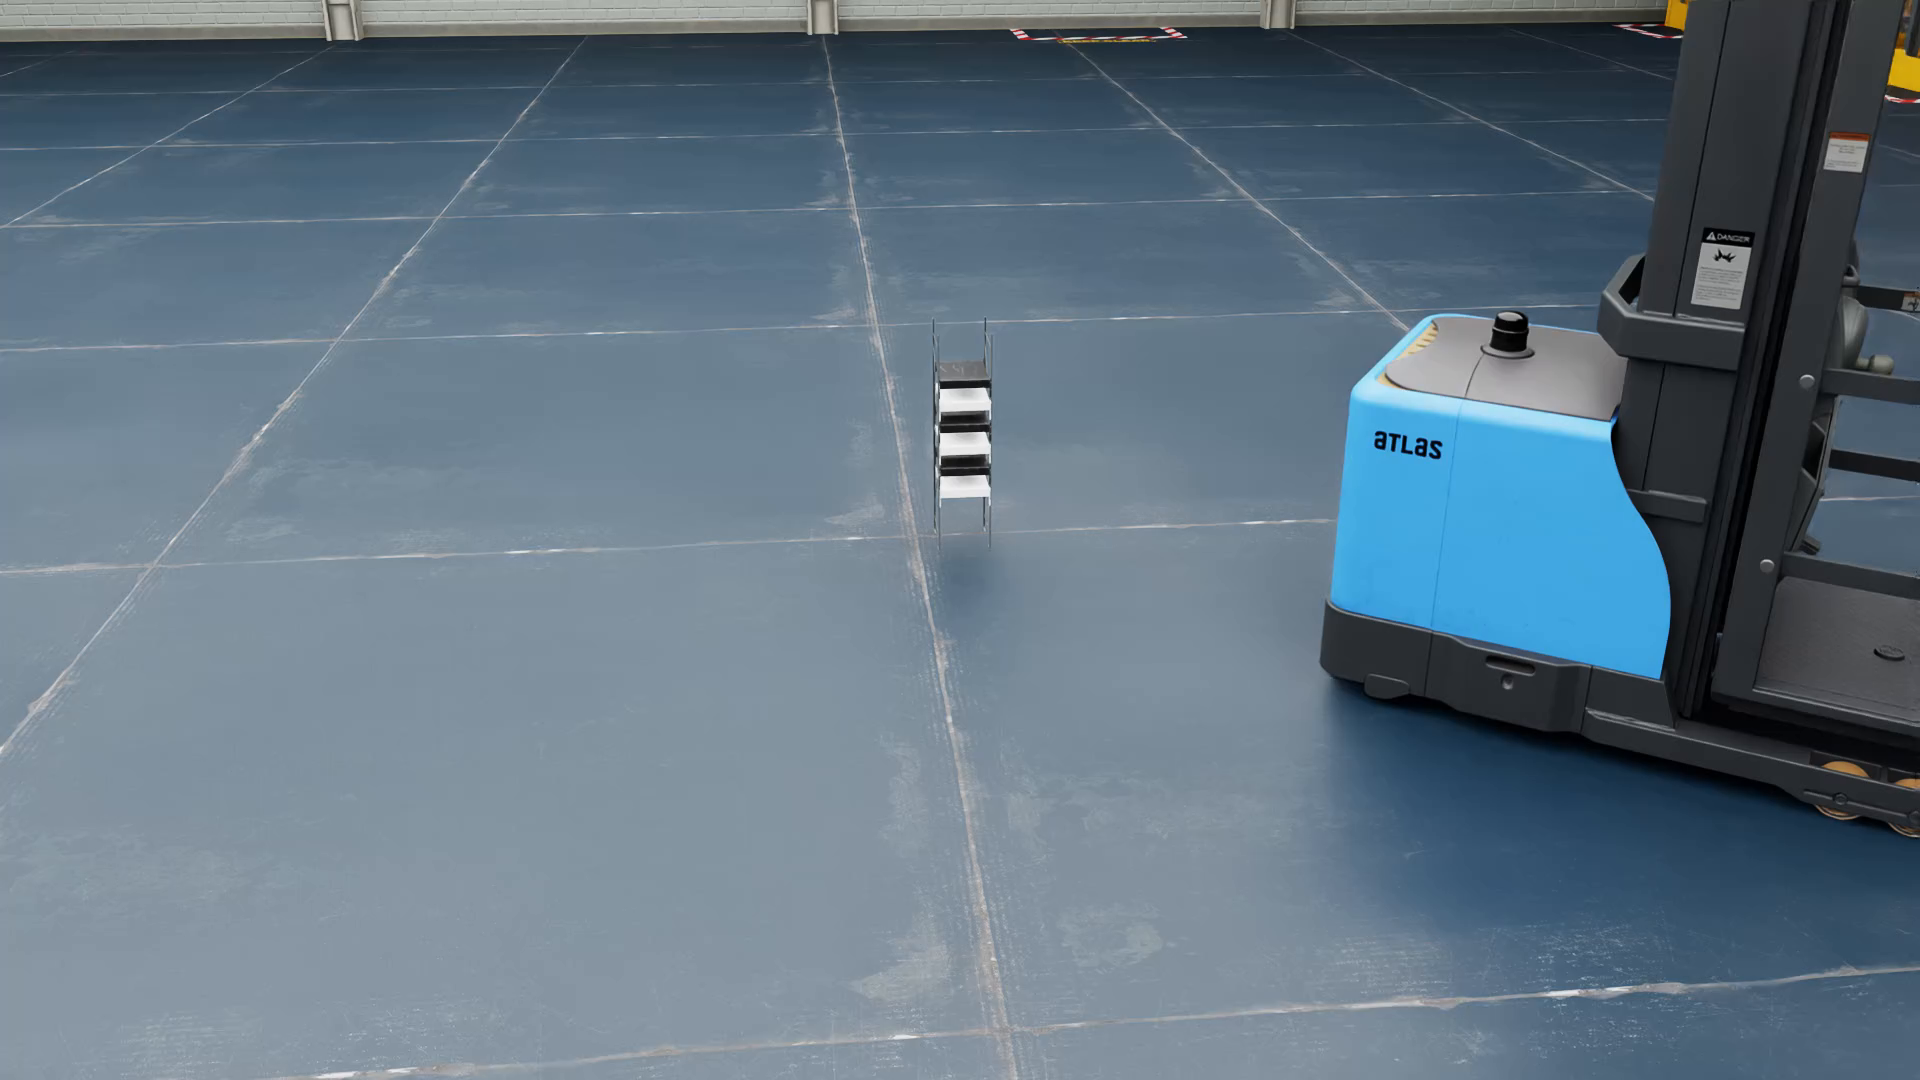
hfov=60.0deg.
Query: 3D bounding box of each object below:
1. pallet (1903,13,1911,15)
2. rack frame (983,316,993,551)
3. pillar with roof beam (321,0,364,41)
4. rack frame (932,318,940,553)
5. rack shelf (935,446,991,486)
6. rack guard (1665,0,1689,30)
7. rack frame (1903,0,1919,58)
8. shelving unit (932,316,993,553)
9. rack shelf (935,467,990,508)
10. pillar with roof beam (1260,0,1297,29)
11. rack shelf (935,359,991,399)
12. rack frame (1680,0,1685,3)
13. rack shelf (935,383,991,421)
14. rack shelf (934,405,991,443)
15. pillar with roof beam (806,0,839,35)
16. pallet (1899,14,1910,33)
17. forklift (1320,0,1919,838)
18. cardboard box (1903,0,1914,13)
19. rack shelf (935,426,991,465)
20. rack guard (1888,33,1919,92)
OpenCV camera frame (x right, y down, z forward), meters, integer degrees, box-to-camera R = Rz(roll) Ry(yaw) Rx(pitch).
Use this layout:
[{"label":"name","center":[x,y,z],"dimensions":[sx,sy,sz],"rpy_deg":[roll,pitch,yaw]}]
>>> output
[{"label":"pallet","center":[12.874,-6.875,21.958],"dimensions":[1.213,0.211,1.003],"rpy_deg":[-2,24,-5]},{"label":"rack frame","center":[0.109,-0.416,6.577],"dimensions":[0.006,0.900,0.240],"rpy_deg":[-2,24,-5]},{"label":"pillar with roof beam","center":[-7.320,-8.691,15.224],"dimensions":[0.400,9.000,9.100],"rpy_deg":[-2,24,-5]},{"label":"rack frame","center":[-0.093,-0.407,6.559],"dimensions":[0.006,0.900,0.240],"rpy_deg":[-2,24,-5]},{"label":"rack shelf","center":[0.008,-0.299,6.618],"dimensions":[0.200,0.077,0.258],"rpy_deg":[-2,24,-5]},{"label":"rack guard","center":[9.634,-6.891,21.639],"dimensions":[0.348,0.500,1.175],"rpy_deg":[-2,24,-5]},{"label":"rack frame","center":[10.049,-6.028,16.620],"dimensions":[0.127,3.000,1.000],"rpy_deg":[-2,24,-5]},{"label":"shelving unit","center":[0.008,-0.412,6.568],"dimensions":[0.210,0.900,0.258],"rpy_deg":[-2,24,-5]},{"label":"rack shelf","center":[0.008,-0.217,6.655],"dimensions":[0.200,0.077,0.258],"rpy_deg":[-2,24,-5]},{"label":"pillar with roof beam","center":[4.622,-9.170,16.302],"dimensions":[0.400,9.000,9.100],"rpy_deg":[-2,24,-5]},{"label":"rack shelf","center":[0.008,-0.628,6.472],"dimensions":[0.200,0.077,0.258],"rpy_deg":[-2,24,-5]},{"label":"rack frame","center":[9.559,-8.031,21.124],"dimensions":[0.127,3.000,1.000],"rpy_deg":[-2,24,-5]},{"label":"rack shelf","center":[0.008,-0.546,6.508],"dimensions":[0.200,0.077,0.258],"rpy_deg":[-2,24,-5]},{"label":"rack shelf","center":[0.008,-0.463,6.545],"dimensions":[0.200,0.077,0.258],"rpy_deg":[-2,24,-5]},{"label":"pillar with roof beam","center":[-1.349,-8.930,15.763],"dimensions":[0.400,9.000,9.100],"rpy_deg":[-2,24,-5]},{"label":"pallet","center":[11.657,-6.825,21.845],"dimensions":[1.213,0.211,1.003],"rpy_deg":[-2,24,-5]},{"label":"forklift","center":[2.760,-0.725,4.773],"dimensions":[3.031,2.935,1.130],"rpy_deg":[13,27,26]},{"label":"cardboard box","center":[12.510,-7.191,21.772],"dimensions":[0.500,0.500,0.500],"rpy_deg":[-4,24,-9]},{"label":"rack shelf","center":[0.008,-0.381,6.581],"dimensions":[0.200,0.077,0.258],"rpy_deg":[-2,24,-5]},{"label":"rack guard","center":[10.025,-4.885,17.126],"dimensions":[0.348,0.500,1.175],"rpy_deg":[-2,24,-5]}]
